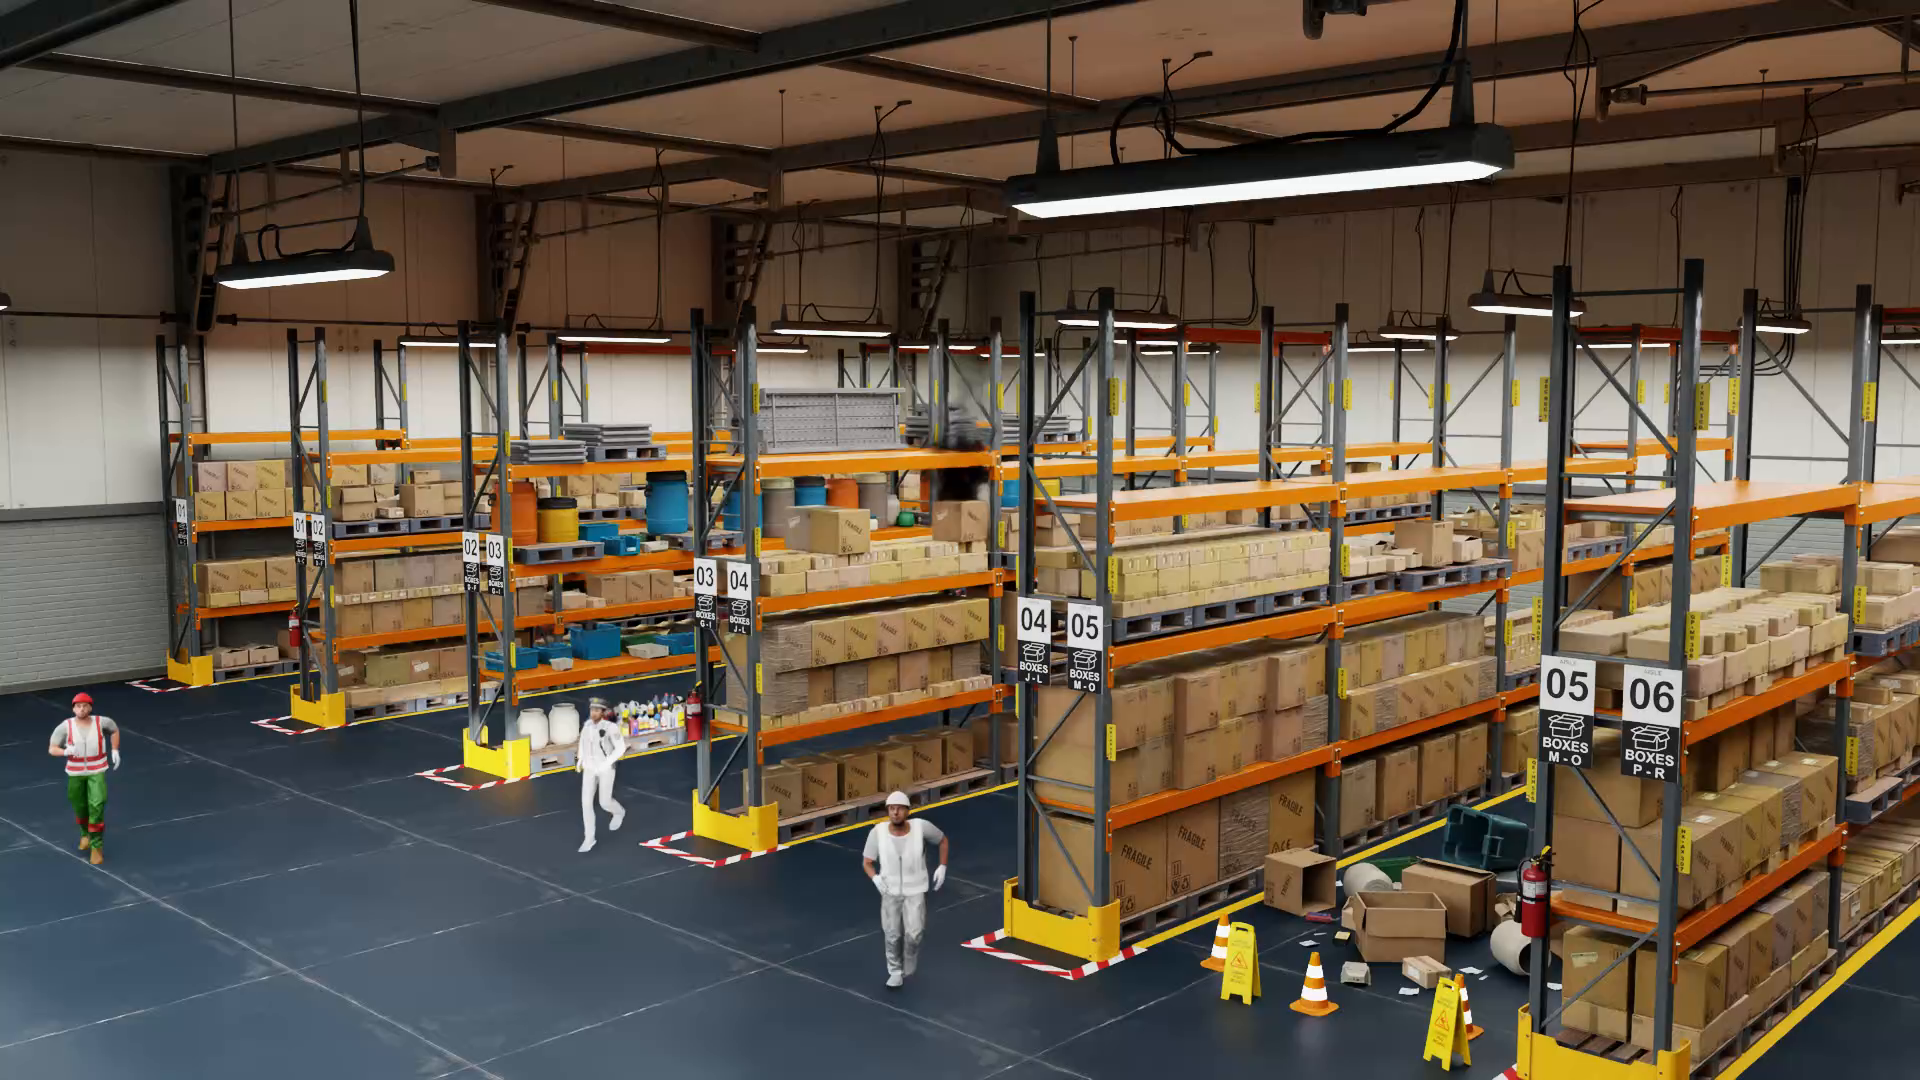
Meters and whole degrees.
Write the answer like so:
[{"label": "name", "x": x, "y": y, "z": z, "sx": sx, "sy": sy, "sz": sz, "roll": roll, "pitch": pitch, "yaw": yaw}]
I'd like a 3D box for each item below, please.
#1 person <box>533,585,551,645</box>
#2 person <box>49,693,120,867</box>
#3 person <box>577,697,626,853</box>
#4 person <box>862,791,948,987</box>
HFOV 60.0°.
[{"label": "person", "x": -7.575, "y": 1.510, "z": 30.296, "sx": 0.579, "sy": 1.662, "sz": 0.836, "roll": 4, "pitch": 7, "yaw": 38}, {"label": "person", "x": -9.511, "y": 2.563, "z": 18.089, "sx": 0.661, "sy": 1.846, "sz": 0.836, "roll": -2, "pitch": 6, "yaw": -22}, {"label": "person", "x": -4.041, "y": 2.588, "z": 18.696, "sx": 0.638, "sy": 1.703, "sz": 0.835, "roll": 1, "pitch": 6, "yaw": 14}, {"label": "person", "x": -0.470, "y": 2.978, "z": 14.047, "sx": 0.716, "sy": 1.732, "sz": 0.715, "roll": 0, "pitch": 5, "yaw": 4}]
